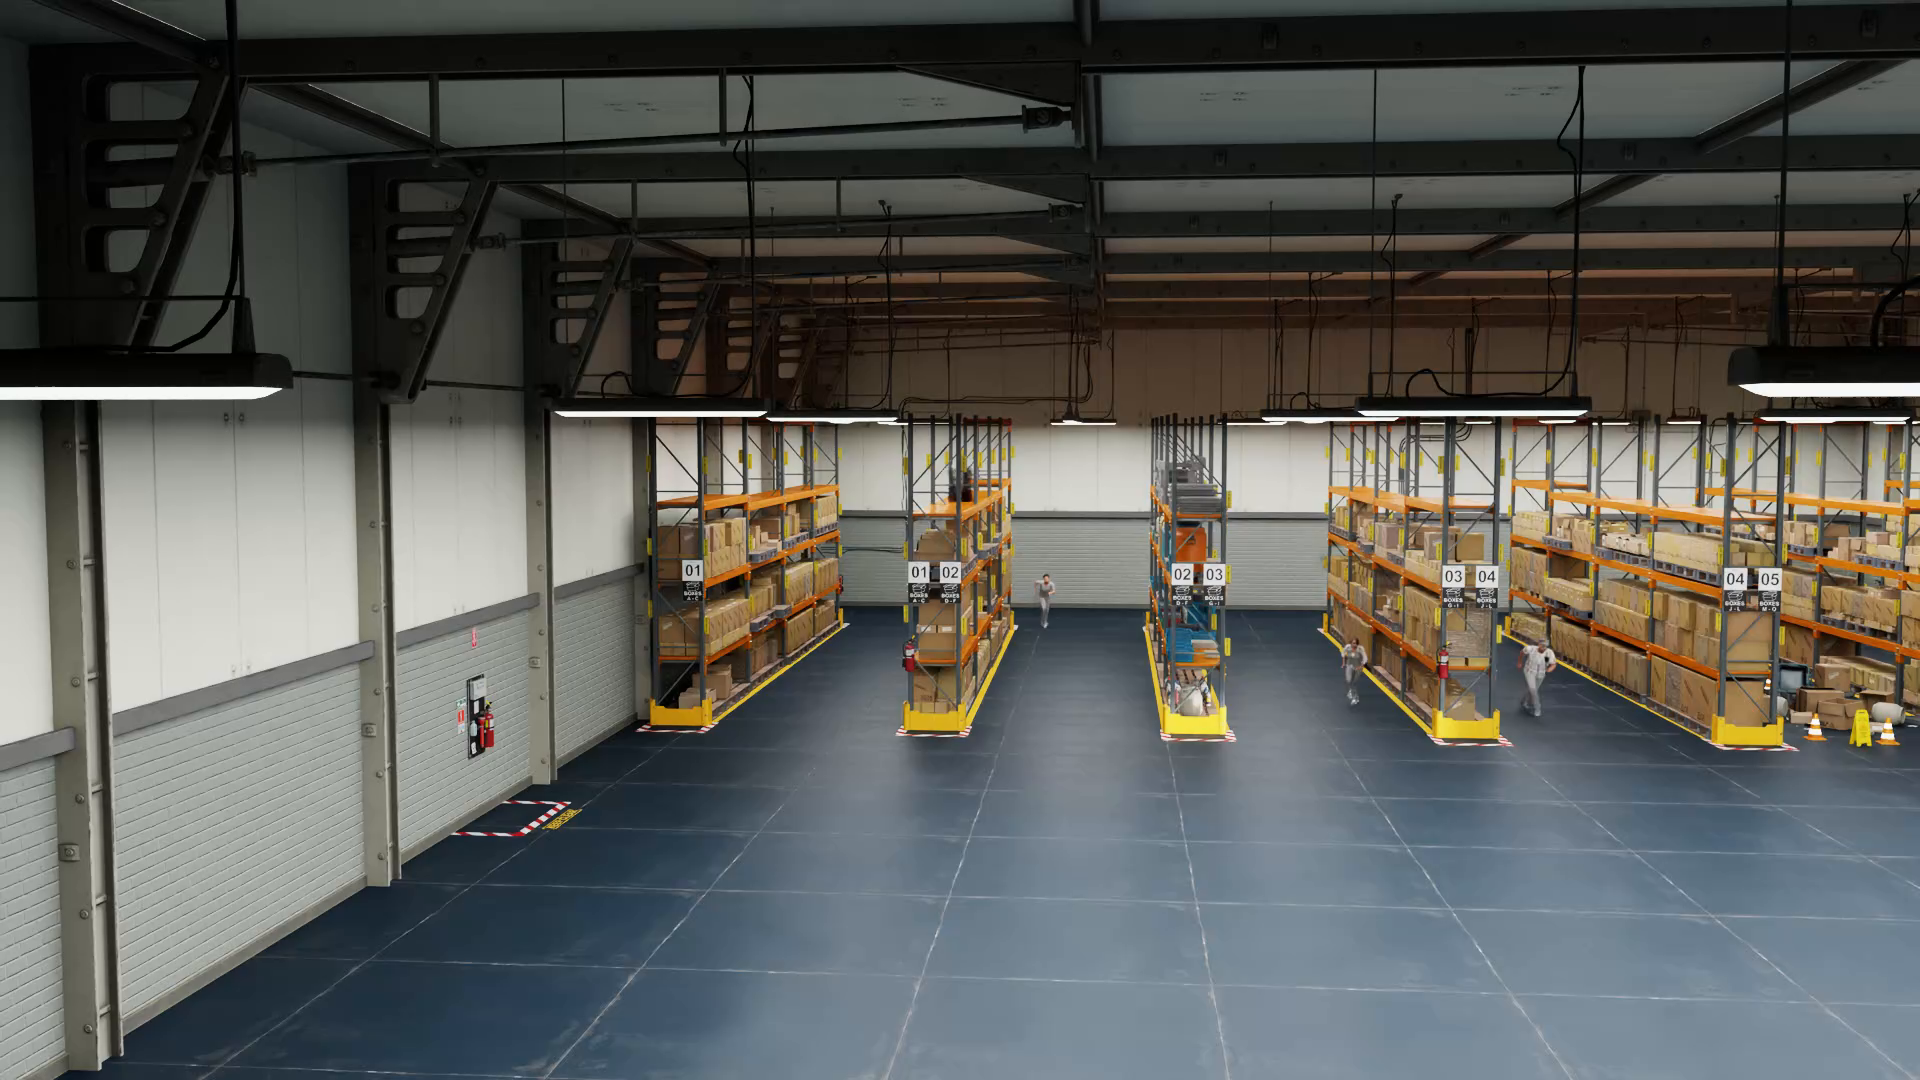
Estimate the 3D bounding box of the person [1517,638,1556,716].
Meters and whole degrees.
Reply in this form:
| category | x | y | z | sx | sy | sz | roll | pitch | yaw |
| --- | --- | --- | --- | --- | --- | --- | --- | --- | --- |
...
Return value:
| category | x | y | z | sx | sy | sz | roll | pitch | yaw |
| --- | --- | --- | --- | --- | --- | --- | --- | --- | --- |
| person | 11.494 | 2.682 | 33.199 | 0.648 | 1.554 | 1.149 | 0 | 4 | 1 |

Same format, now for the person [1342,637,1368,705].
| category | x | y | z | sx | sy | sz | roll | pitch | yaw |
| --- | --- | --- | --- | --- | --- | --- | --- | --- | --- |
| person | 8.232 | 2.687 | 34.688 | 0.528 | 1.447 | 0.987 | 1 | 4 | 15 |

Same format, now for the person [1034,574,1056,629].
| category | x | y | z | sx | sy | sz | roll | pitch | yaw |
| --- | --- | --- | --- | --- | --- | --- | --- | --- | --- |
| person | 2.427 | 1.746 | 47.816 | 0.598 | 1.609 | 0.958 | 0 | 4 | -4 |
